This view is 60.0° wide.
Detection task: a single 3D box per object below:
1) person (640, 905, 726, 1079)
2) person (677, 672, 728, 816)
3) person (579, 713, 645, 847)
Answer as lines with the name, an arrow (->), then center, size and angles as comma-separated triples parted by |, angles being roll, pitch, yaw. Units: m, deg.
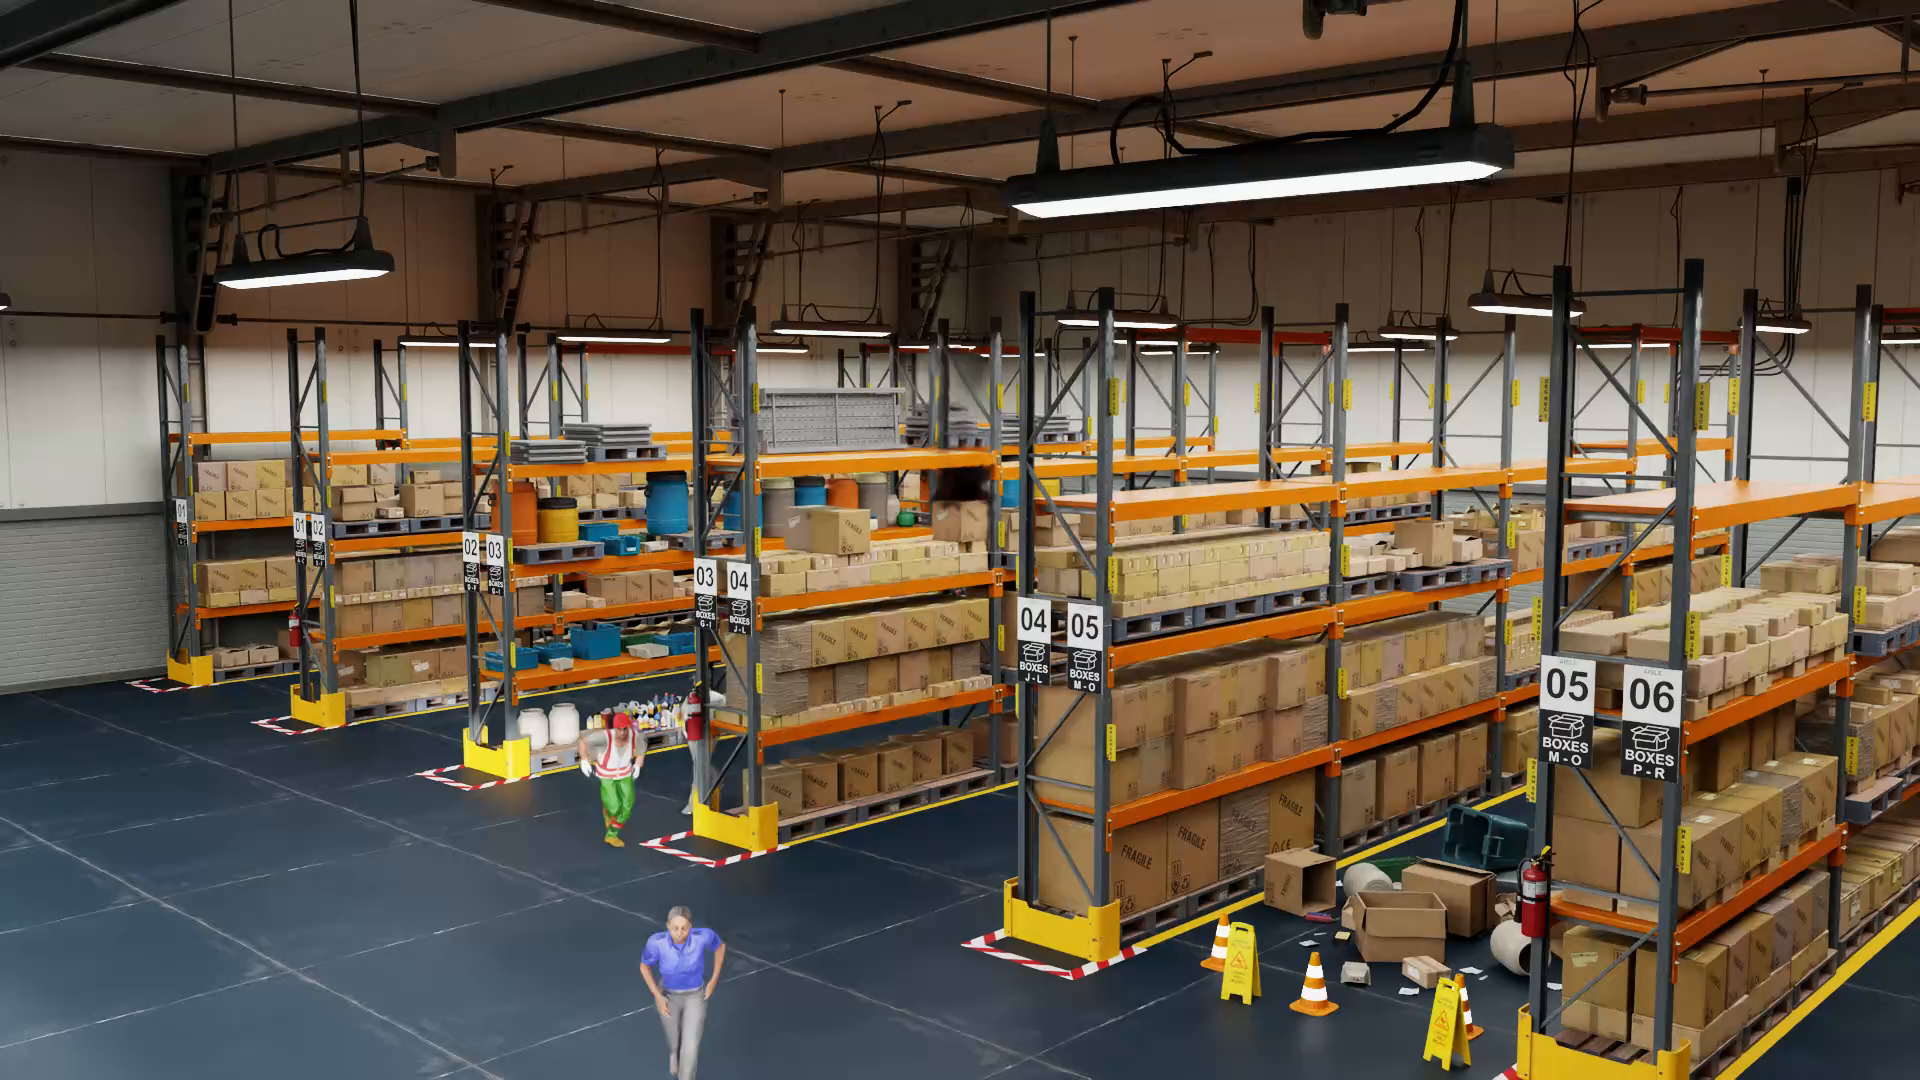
person -> -1.979, 3.289, 11.869 | 0.602, 1.615, 0.957 | -1, 6, -13
person -> -3.145, 2.422, 20.250 | 0.599, 1.690, 0.880 | 4, 7, 35
person -> -3.831, 2.656, 18.377 | 0.694, 1.590, 0.828 | -3, 6, -26
